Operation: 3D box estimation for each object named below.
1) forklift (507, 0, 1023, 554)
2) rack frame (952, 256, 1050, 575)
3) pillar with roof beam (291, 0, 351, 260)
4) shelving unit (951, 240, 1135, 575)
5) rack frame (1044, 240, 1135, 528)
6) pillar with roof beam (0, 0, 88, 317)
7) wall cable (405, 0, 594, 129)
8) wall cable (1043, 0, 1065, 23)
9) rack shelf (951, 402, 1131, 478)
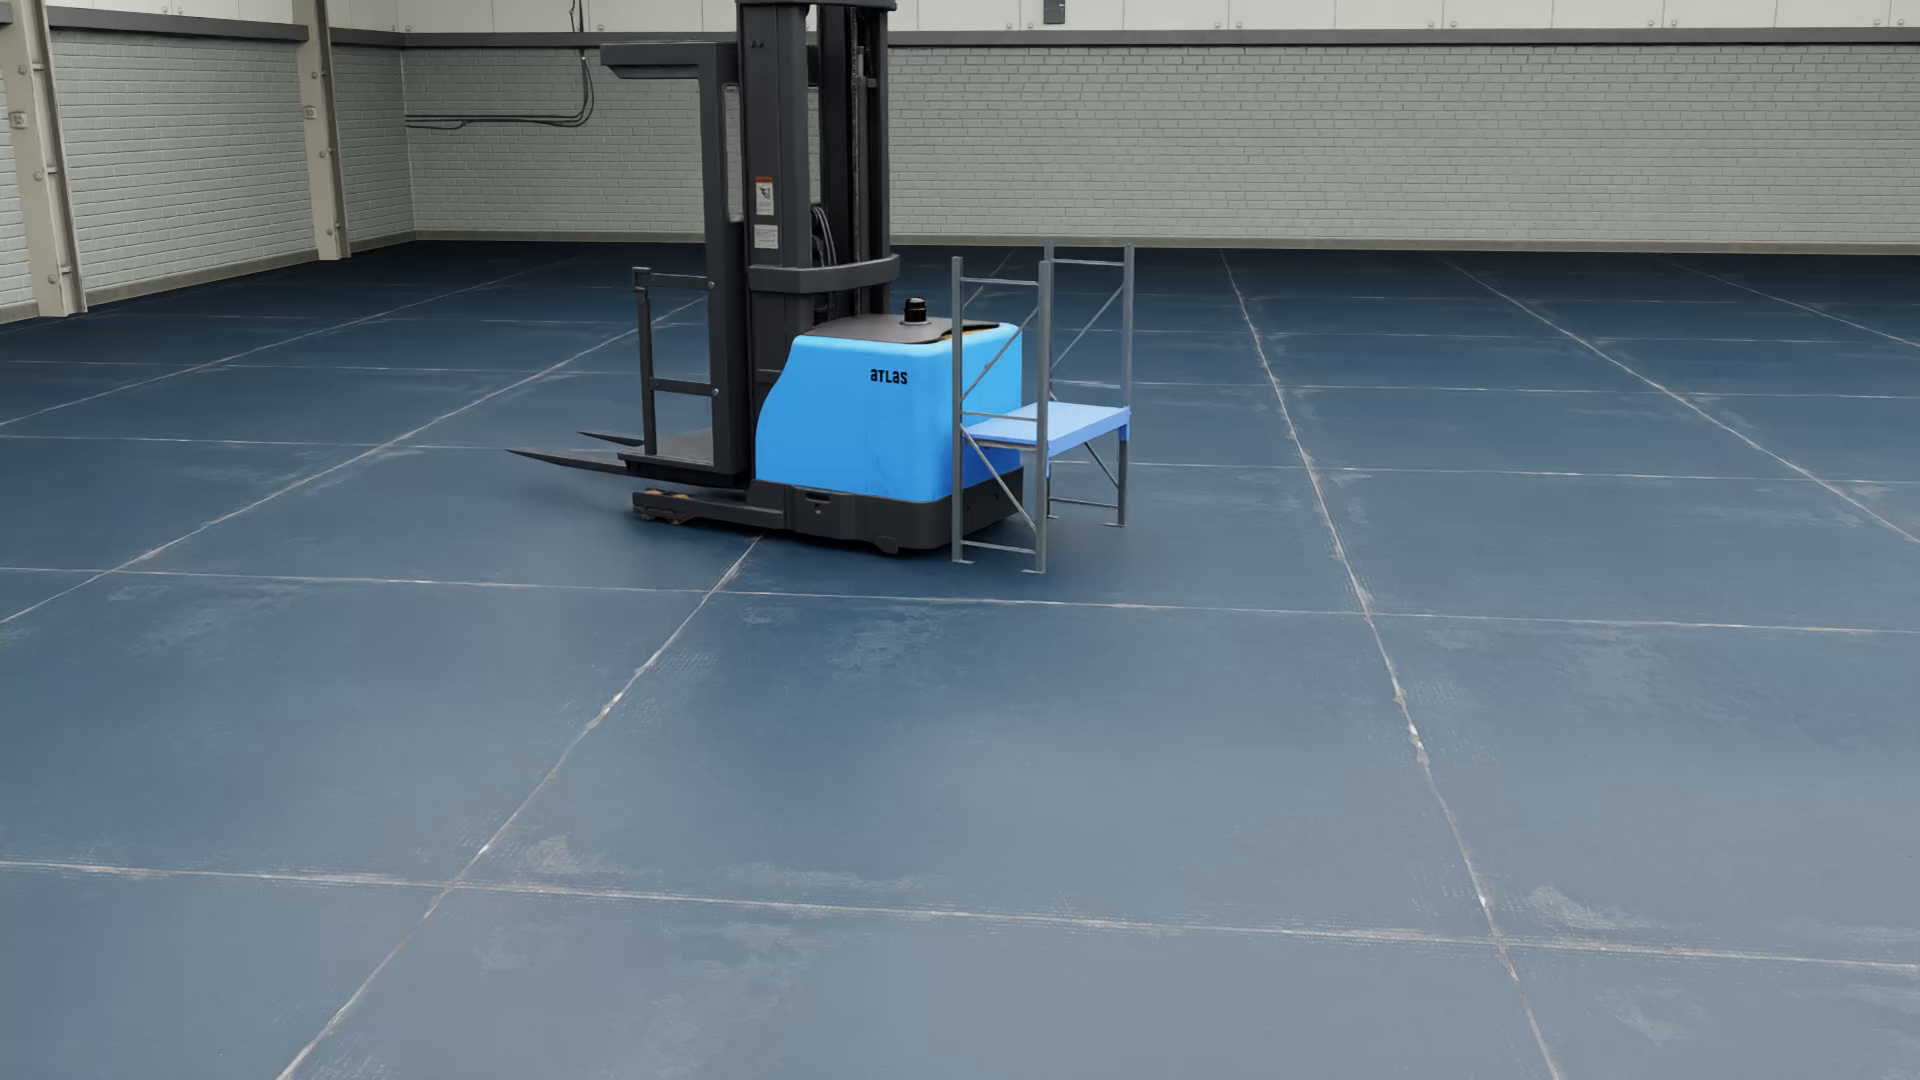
[{"bbox_3d":[-1.191,-1.606,8.985,3.031,2.935,1.130,9,17,29],"label":"forklift"},{"bbox_3d":[0.188,-0.588,7.962,0.500,1.500,0.032,8,17,27],"label":"rack frame"},{"bbox_3d":[-4.444,-8.141,21.528,9.100,9.000,0.400,2,15,6],"label":"pillar with roof beam"},{"bbox_3d":[0.428,-0.705,8.394,0.538,1.500,1.048,8,17,27],"label":"shelving unit"},{"bbox_3d":[0.669,-0.822,8.827,0.500,1.500,0.032,8,17,27],"label":"rack frame"},{"bbox_3d":[-5.121,-6.584,15.773,9.100,9.000,0.400,2,15,6],"label":"pillar with roof beam"},{"bbox_3d":[-7.076,-7.494,25.084,3.097,2.526,0.112,2,15,6],"label":"wall cable"},{"bbox_3d":[2.355,-10.351,23.186,2.305,6.003,0.169,2,15,6],"label":"wall cable"},{"bbox_3d":[0.428,-0.531,8.441,0.538,0.185,1.000,8,17,27],"label":"rack shelf"}]
